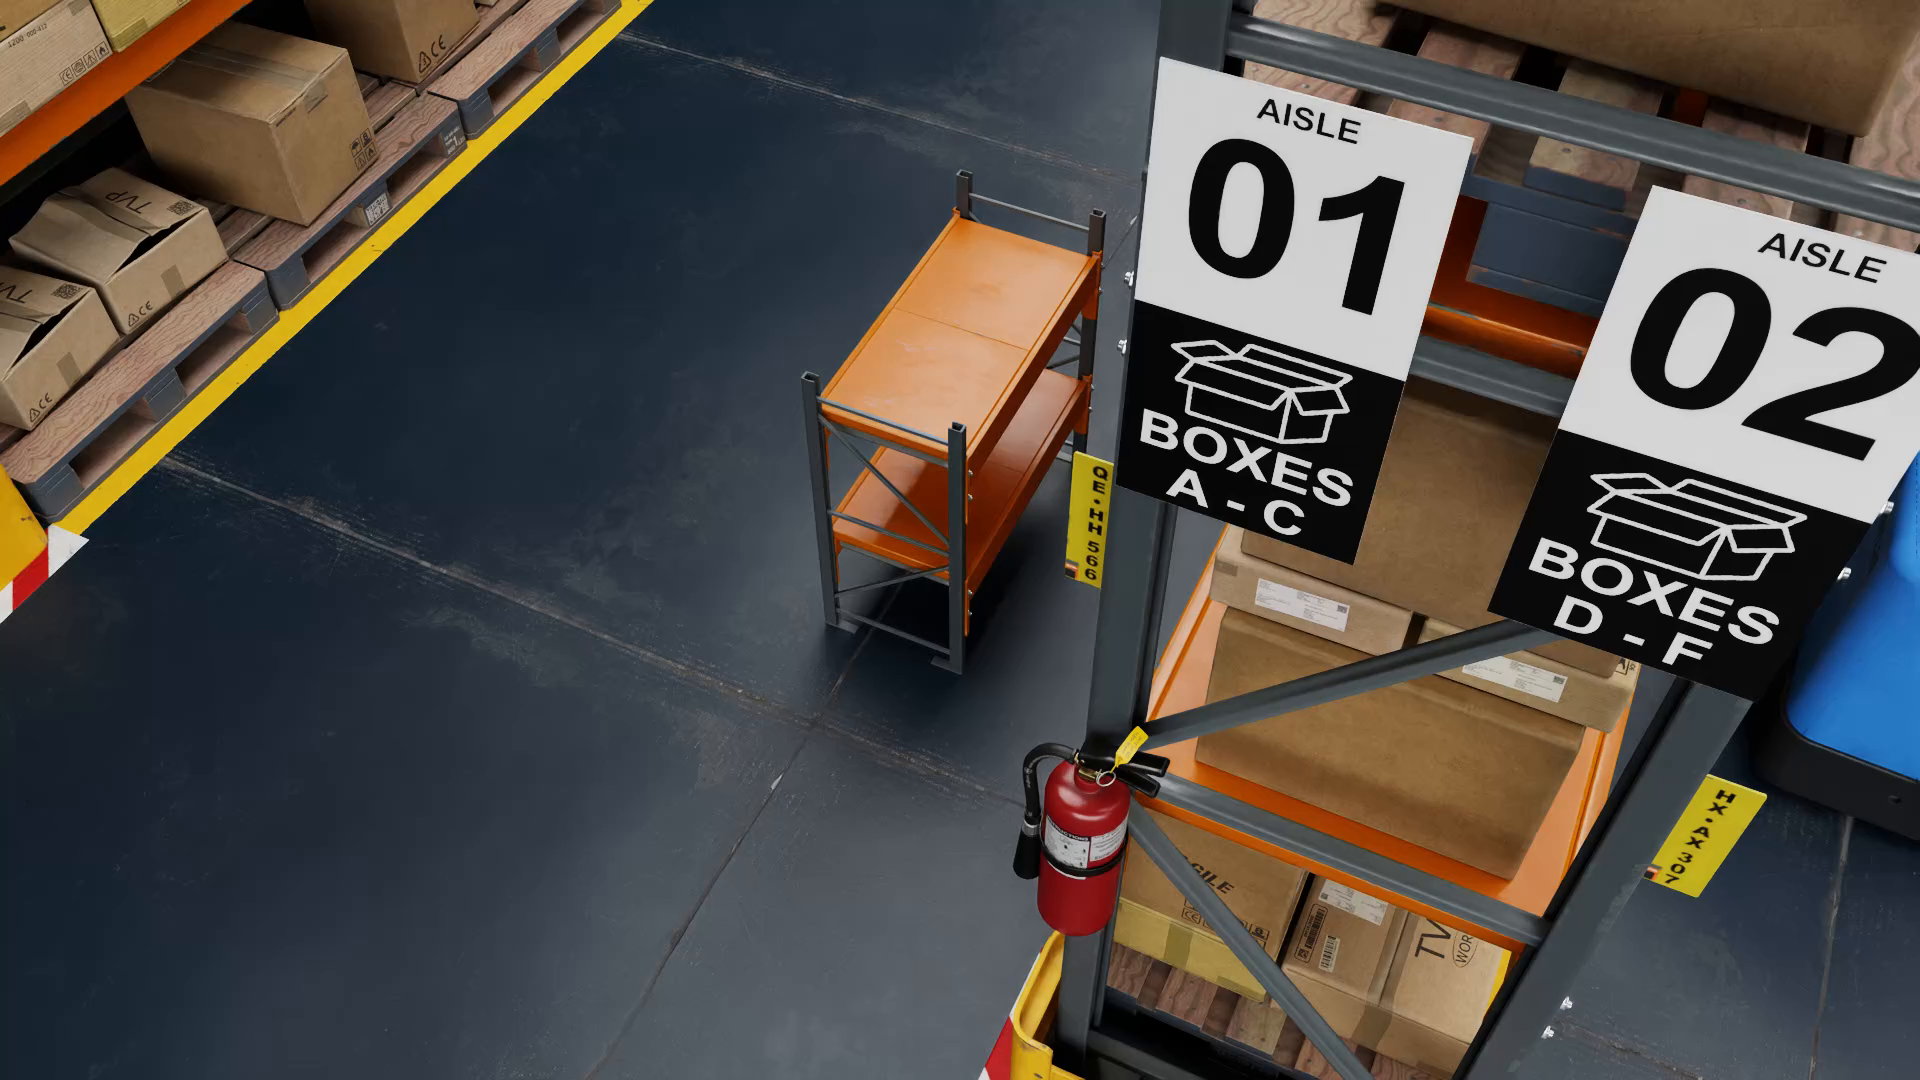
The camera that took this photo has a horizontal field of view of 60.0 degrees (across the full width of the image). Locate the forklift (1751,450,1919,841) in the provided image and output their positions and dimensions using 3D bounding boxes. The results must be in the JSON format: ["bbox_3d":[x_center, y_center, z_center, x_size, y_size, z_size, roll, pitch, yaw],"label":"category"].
[{"bbox_3d":[3.550,-1.028,4.701,1.130,2.935,3.031,22,53,17],"label":"forklift"}]

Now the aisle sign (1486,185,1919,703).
[{"bbox_3d":[0.970,-0.086,2.146,0.394,0.787,0.004,20,52,16],"label":"aisle sign"}]

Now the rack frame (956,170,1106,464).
[{"bbox_3d":[0.220,-0.719,5.623,0.500,1.125,0.032,20,52,16],"label":"rack frame"}]

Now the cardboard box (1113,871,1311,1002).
[{"bbox_3d":[0.683,0.902,4.543,0.500,0.250,0.500,20,52,16],"label":"cardboard box"}]

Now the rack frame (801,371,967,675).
[{"bbox_3d":[-0.214,-0.019,5.028,0.500,1.125,0.032,20,52,16],"label":"rack frame"}]

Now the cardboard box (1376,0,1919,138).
[{"bbox_3d":[0.970,-0.969,2.200,0.797,0.503,0.637,23,53,18],"label":"cardboard box"}]

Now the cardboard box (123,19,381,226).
[{"bbox_3d":[-2.780,-1.658,6.544,0.700,0.500,0.500,17,52,14],"label":"cardboard box"}]

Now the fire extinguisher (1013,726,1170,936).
[{"bbox_3d":[0.250,0.567,3.349,0.296,0.674,0.183,20,52,16],"label":"fire extinguisher"}]

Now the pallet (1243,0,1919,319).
[{"bbox_3d":[1.046,-0.810,2.558,1.003,0.211,1.213,20,52,16],"label":"pallet"}]

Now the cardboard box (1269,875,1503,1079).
[{"bbox_3d":[1.151,1.070,4.400,0.500,0.250,0.500,20,52,16],"label":"cardboard box"}]

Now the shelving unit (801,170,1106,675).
[{"bbox_3d":[0.003,-0.369,5.326,0.538,1.125,1.048,20,52,16],"label":"shelving unit"}]

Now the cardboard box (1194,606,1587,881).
[{"bbox_3d":[0.932,0.262,3.492,0.700,0.500,0.500,20,52,16],"label":"cardboard box"}]

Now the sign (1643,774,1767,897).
[{"bbox_3d":[1.220,0.490,2.743,0.100,0.325,0.005,20,52,16],"label":"sign"}]

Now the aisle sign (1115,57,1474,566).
[{"bbox_3d":[0.427,-0.281,2.312,0.394,0.787,0.004,20,52,16],"label":"aisle sign"}]

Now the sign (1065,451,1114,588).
[{"bbox_3d":[0.236,-0.026,2.887,0.100,0.325,0.005,20,52,16],"label":"sign"}]

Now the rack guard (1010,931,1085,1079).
[{"bbox_3d":[0.711,1.439,4.198,1.175,0.500,0.348,20,52,16],"label":"rack guard"}]

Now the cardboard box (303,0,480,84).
[{"bbox_3d":[-2.458,-2.356,7.138,0.500,0.500,0.500,16,52,13],"label":"cardboard box"}]

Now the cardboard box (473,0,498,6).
[{"bbox_3d":[-2.252,-2.598,7.562,0.380,0.166,0.250,14,51,11],"label":"cardboard box"}]

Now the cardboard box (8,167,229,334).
[{"bbox_3d":[-3.139,-1.108,6.200,0.500,0.311,0.500,24,54,19],"label":"cardboard box"}]

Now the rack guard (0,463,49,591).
[{"bbox_3d":[-3.727,-0.239,5.626,1.175,0.500,0.348,20,52,16],"label":"rack guard"}]

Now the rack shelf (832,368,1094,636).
[{"bbox_3d":[0.003,-0.211,5.512,0.538,0.278,1.000,20,52,16],"label":"rack shelf"}]

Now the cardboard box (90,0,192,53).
[{"bbox_3d":[-2.832,-1.899,5.482,0.500,0.250,0.500,19,52,16],"label":"cardboard box"}]

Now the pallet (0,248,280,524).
[{"bbox_3d":[-3.348,-0.694,6.202,1.003,0.211,1.213,20,52,16],"label":"pallet"}]

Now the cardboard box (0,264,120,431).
[{"bbox_3d":[-3.383,-0.716,5.866,0.500,0.311,0.500,14,51,12],"label":"cardboard box"}]

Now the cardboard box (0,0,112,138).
[{"bbox_3d":[-3.055,-1.550,5.185,0.500,0.250,0.500,18,52,15],"label":"cardboard box"}]

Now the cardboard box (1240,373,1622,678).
[{"bbox_3d":[0.955,-0.195,3.029,0.700,0.500,0.500,20,52,16],"label":"cardboard box"}]

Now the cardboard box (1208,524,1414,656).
[{"bbox_3d":[0.712,0.044,3.251,0.380,0.149,0.250,19,52,15],"label":"cardboard box"}]

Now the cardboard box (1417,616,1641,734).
[{"bbox_3d":[1.083,0.169,3.145,0.380,0.149,0.250,19,52,16],"label":"cardboard box"}]

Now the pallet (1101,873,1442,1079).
[{"bbox_3d":[1.010,0.975,4.781,1.003,0.211,1.213,20,52,16],"label":"pallet"}]

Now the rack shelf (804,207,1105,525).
[{"bbox_3d":[0.003,-0.559,5.103,0.538,0.278,1.000,20,52,16],"label":"rack shelf"}]

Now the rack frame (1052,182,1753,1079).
[{"bbox_3d":[0.721,0.612,3.260,1.000,3.000,0.127,20,52,16],"label":"rack frame"}]

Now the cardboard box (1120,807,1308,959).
[{"bbox_3d":[0.681,0.658,4.258,0.500,0.500,0.500,20,52,16],"label":"cardboard box"}]

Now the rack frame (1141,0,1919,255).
[{"bbox_3d":[0.721,-1.332,0.975,1.000,3.000,0.127,20,52,16],"label":"rack frame"}]

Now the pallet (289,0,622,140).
[{"bbox_3d":[-2.306,-2.374,7.631,1.003,0.211,1.213,20,52,16],"label":"pallet"}]

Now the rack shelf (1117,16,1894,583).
[{"bbox_3d":[1.575,-1.504,3.563,1.077,0.370,4.000,20,52,16],"label":"rack shelf"}]

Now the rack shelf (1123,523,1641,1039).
[{"bbox_3d":[1.575,-0.532,4.706,1.077,0.370,4.000,20,52,16],"label":"rack shelf"}]

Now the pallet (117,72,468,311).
[{"bbox_3d":[-2.826,-1.531,6.914,1.003,0.211,1.213,20,52,16],"label":"pallet"}]
